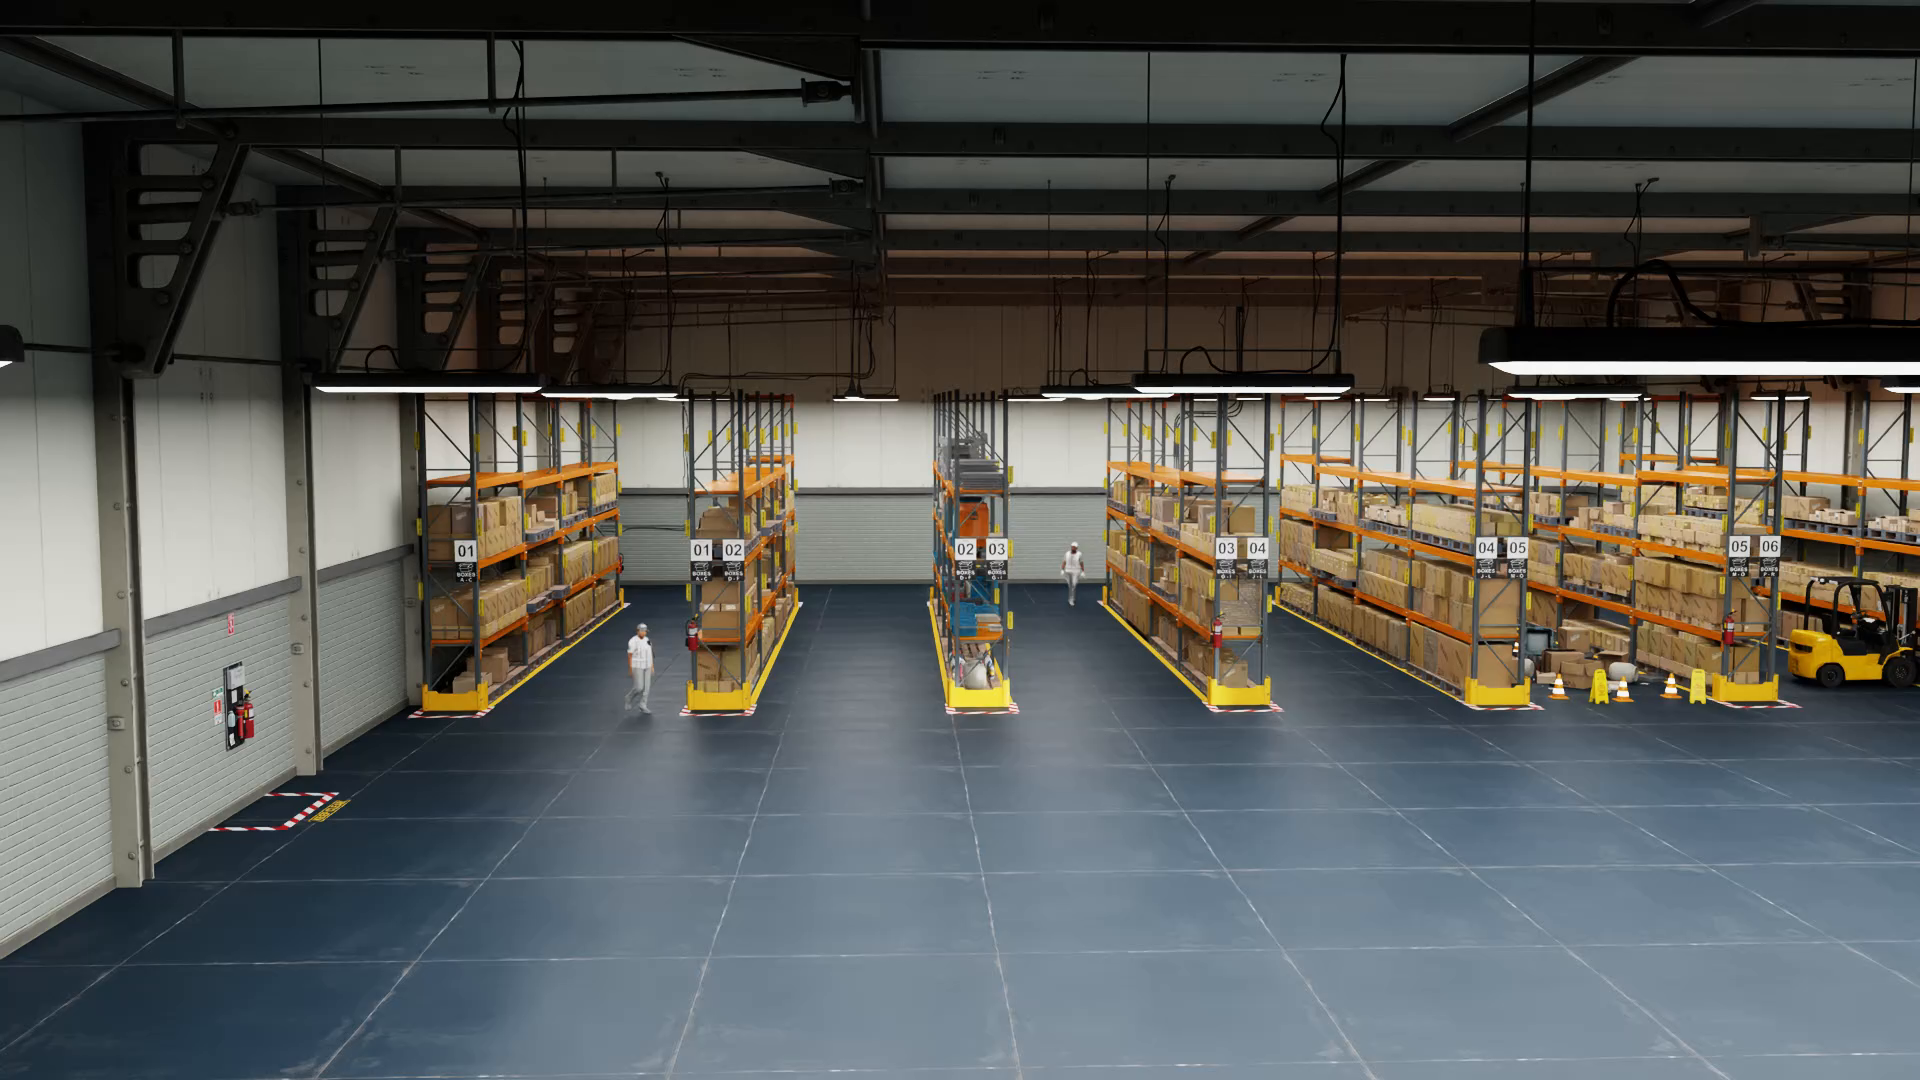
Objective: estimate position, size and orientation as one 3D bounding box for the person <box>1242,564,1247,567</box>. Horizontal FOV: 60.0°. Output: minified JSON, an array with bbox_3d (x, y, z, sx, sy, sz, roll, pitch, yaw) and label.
[{"bbox_3d":[7.640,1.154,45.097,0.443,1.790,0.603,4,6,43],"label":"person"}]

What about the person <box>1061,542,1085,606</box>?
[{"bbox_3d":[3.211,0.951,47.720,0.632,1.781,0.855,2,5,21],"label":"person"}]

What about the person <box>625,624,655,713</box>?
[{"bbox_3d":[-5.927,2.370,30.762,0.500,1.657,0.493,4,6,39],"label":"person"}]

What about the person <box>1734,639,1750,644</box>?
[{"bbox_3d":[17.117,1.913,36.320,0.519,1.742,0.554,-1,5,-14],"label":"person"}]
